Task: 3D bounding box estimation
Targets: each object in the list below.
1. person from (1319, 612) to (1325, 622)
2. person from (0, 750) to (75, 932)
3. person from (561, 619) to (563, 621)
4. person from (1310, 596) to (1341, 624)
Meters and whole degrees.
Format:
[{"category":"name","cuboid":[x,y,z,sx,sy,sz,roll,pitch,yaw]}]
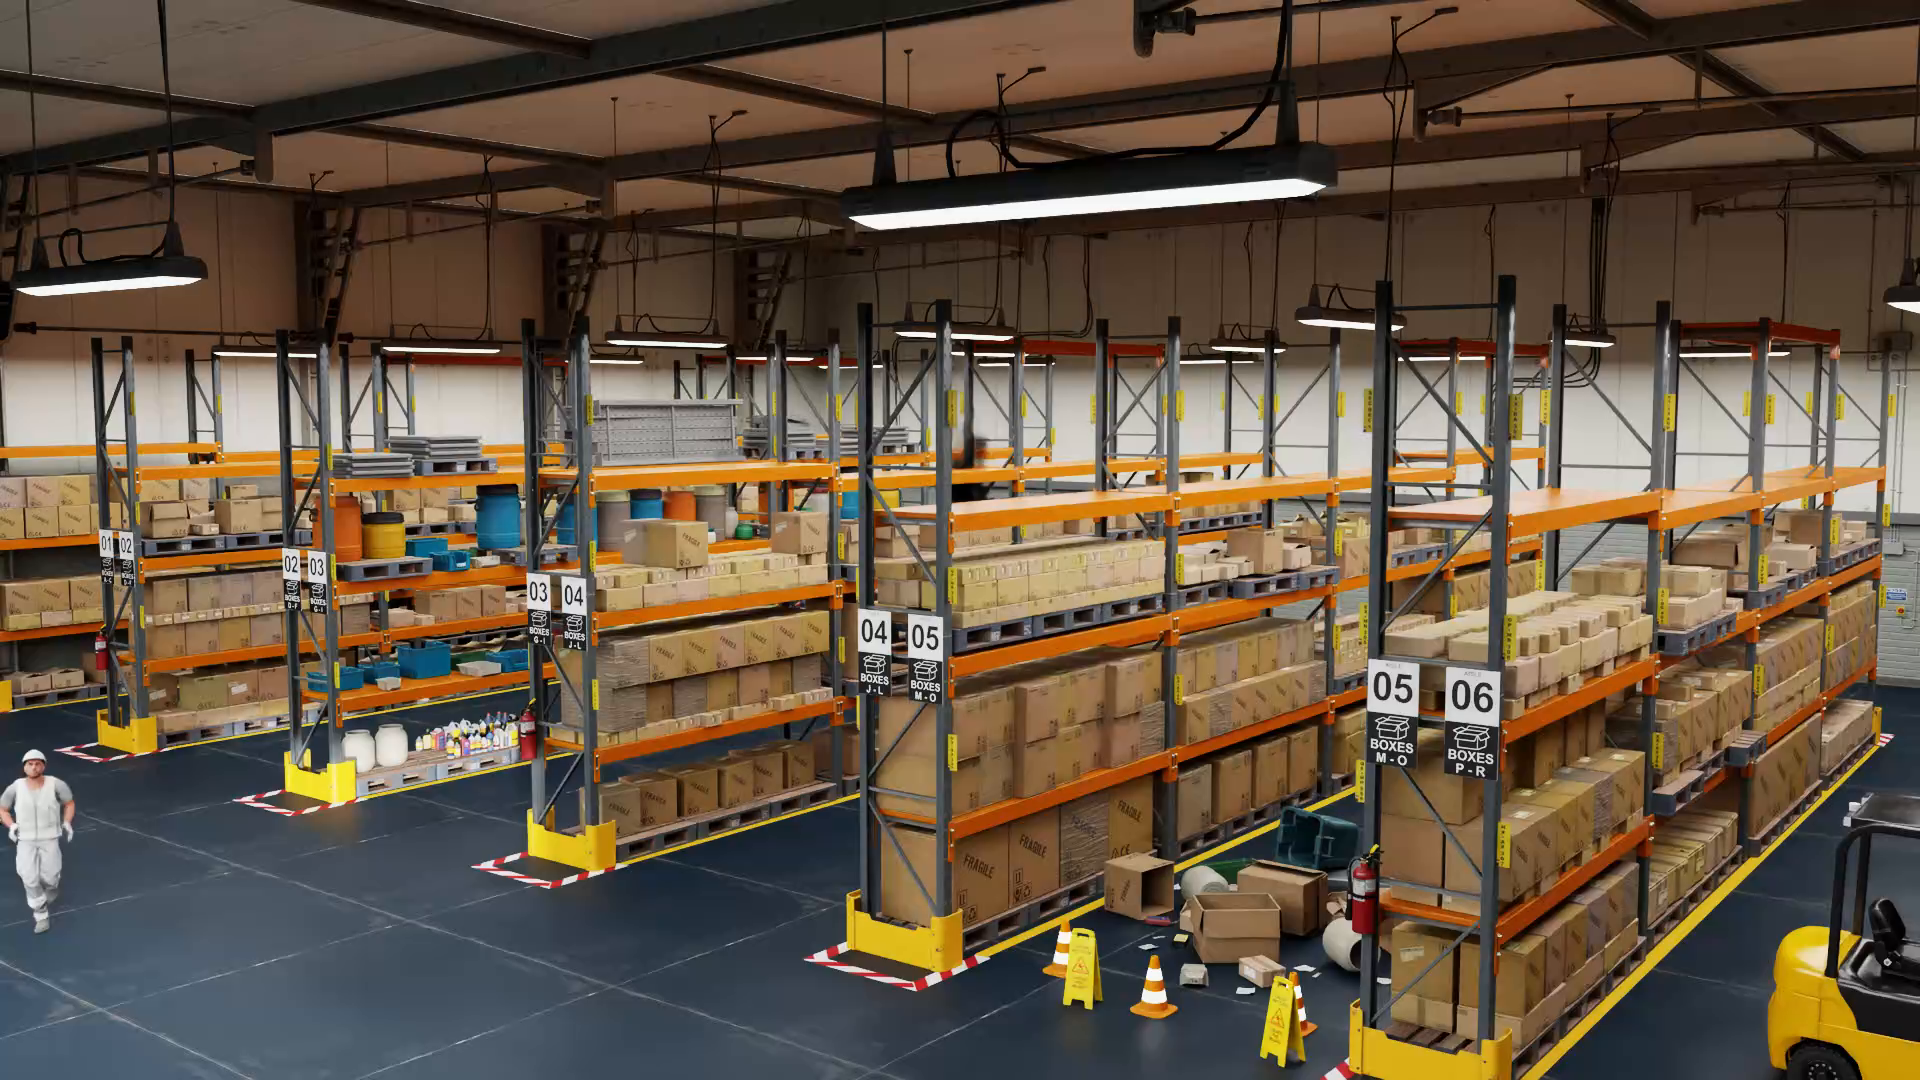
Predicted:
[{"category":"person","cuboid":[5.792,2.024,26.444,0.650,1.774,0.733,4,6,39]},{"category":"person","cuboid":[-8.978,2.896,16.185,0.656,1.745,0.615,-2,6,-26]},{"category":"person","cuboid":[-7.640,1.414,33.011,0.718,1.746,0.834,3,6,32]},{"category":"person","cuboid":[6.573,1.751,29.804,0.594,1.671,0.827,1,5,7]}]
